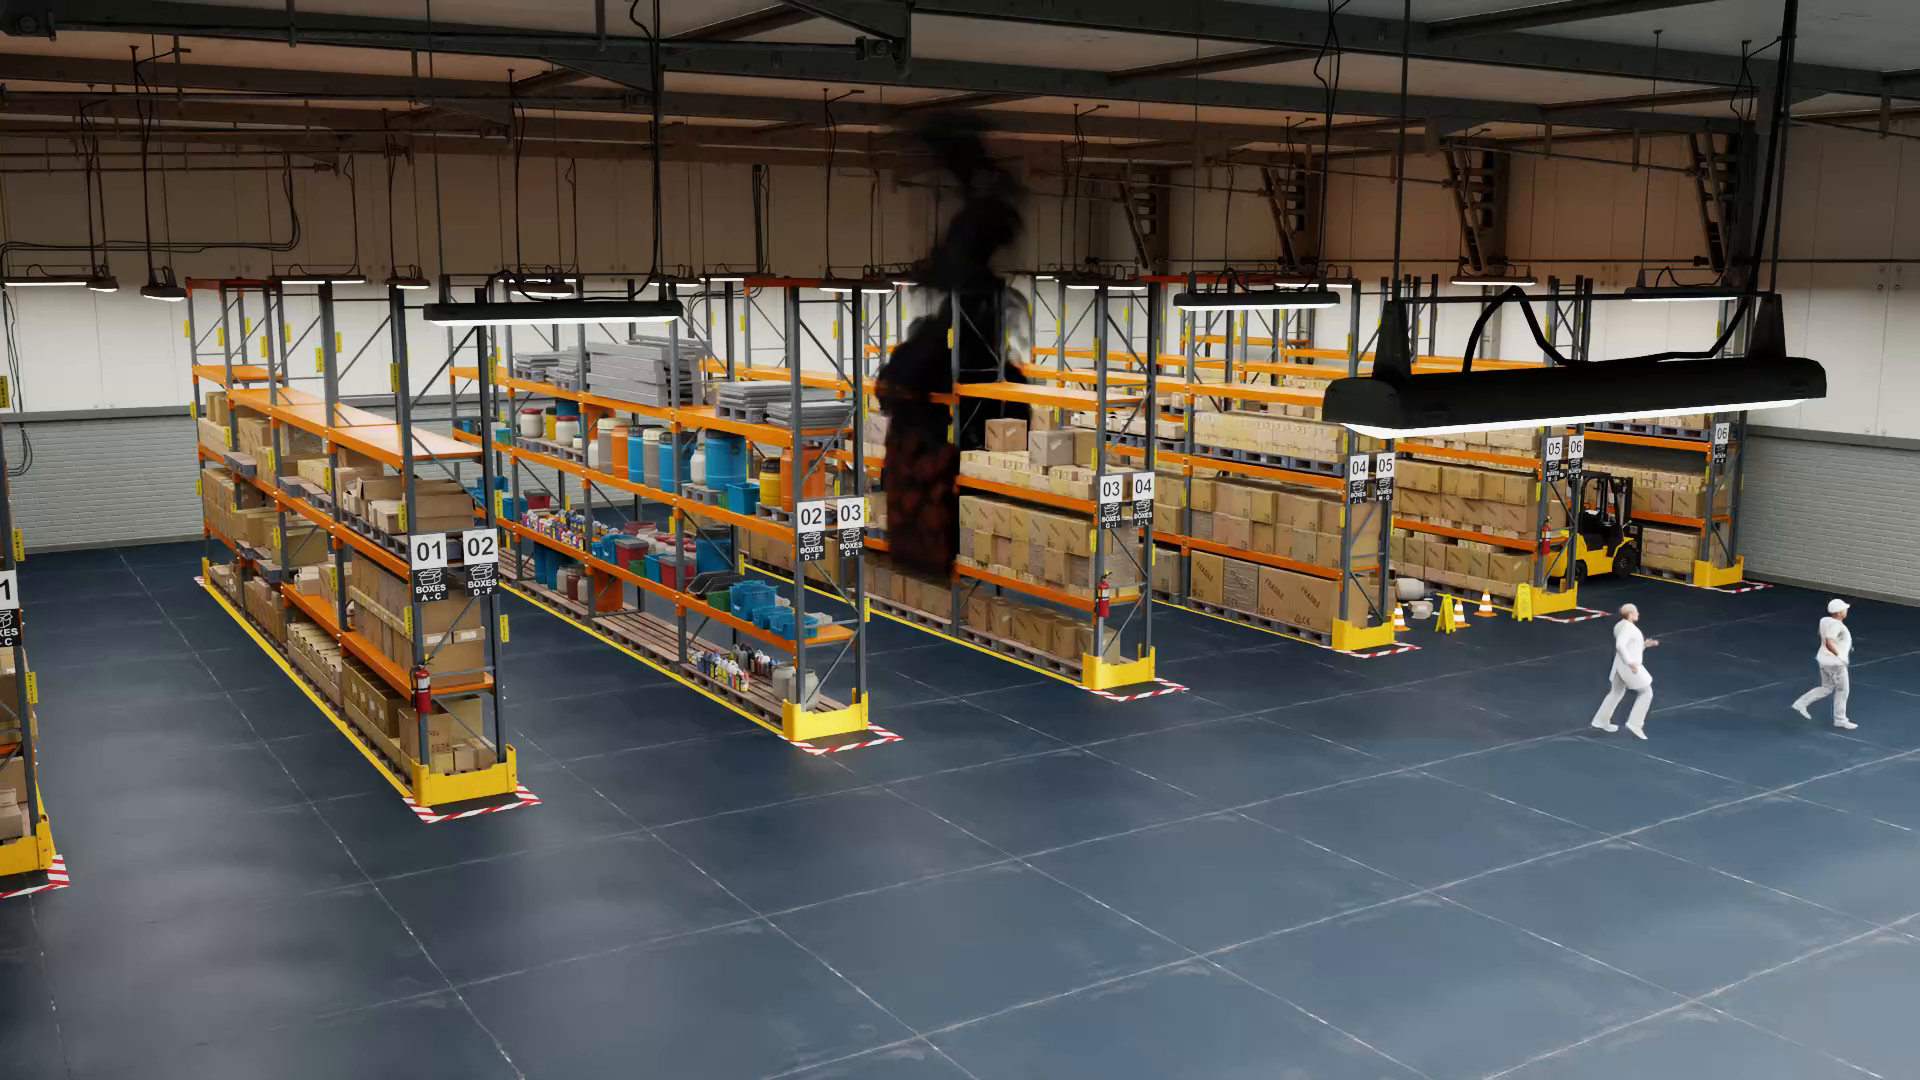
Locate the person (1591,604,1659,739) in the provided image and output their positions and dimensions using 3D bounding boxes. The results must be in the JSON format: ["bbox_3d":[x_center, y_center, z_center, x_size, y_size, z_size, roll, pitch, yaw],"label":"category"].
[{"bbox_3d":[8.914,1.720,22.221,0.828,1.760,0.669,-1,10,-5],"label":"person"}]

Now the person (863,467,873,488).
[{"bbox_3d":[-2.267,-0.888,38.325,0.696,1.638,0.863,-5,11,-28],"label":"person"}]

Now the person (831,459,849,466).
[{"bbox_3d":[-3.026,-1.380,41.071,0.674,1.788,0.644,5,11,26],"label":"person"}]

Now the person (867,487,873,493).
[{"bbox_3d":[-1.944,-0.336,35.222,0.544,1.404,0.884,-7,12,-36],"label":"person"}]

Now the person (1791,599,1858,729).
[{"bbox_3d":[11.868,1.681,22.673,0.837,1.783,0.688,1,10,8],"label":"person"}]
